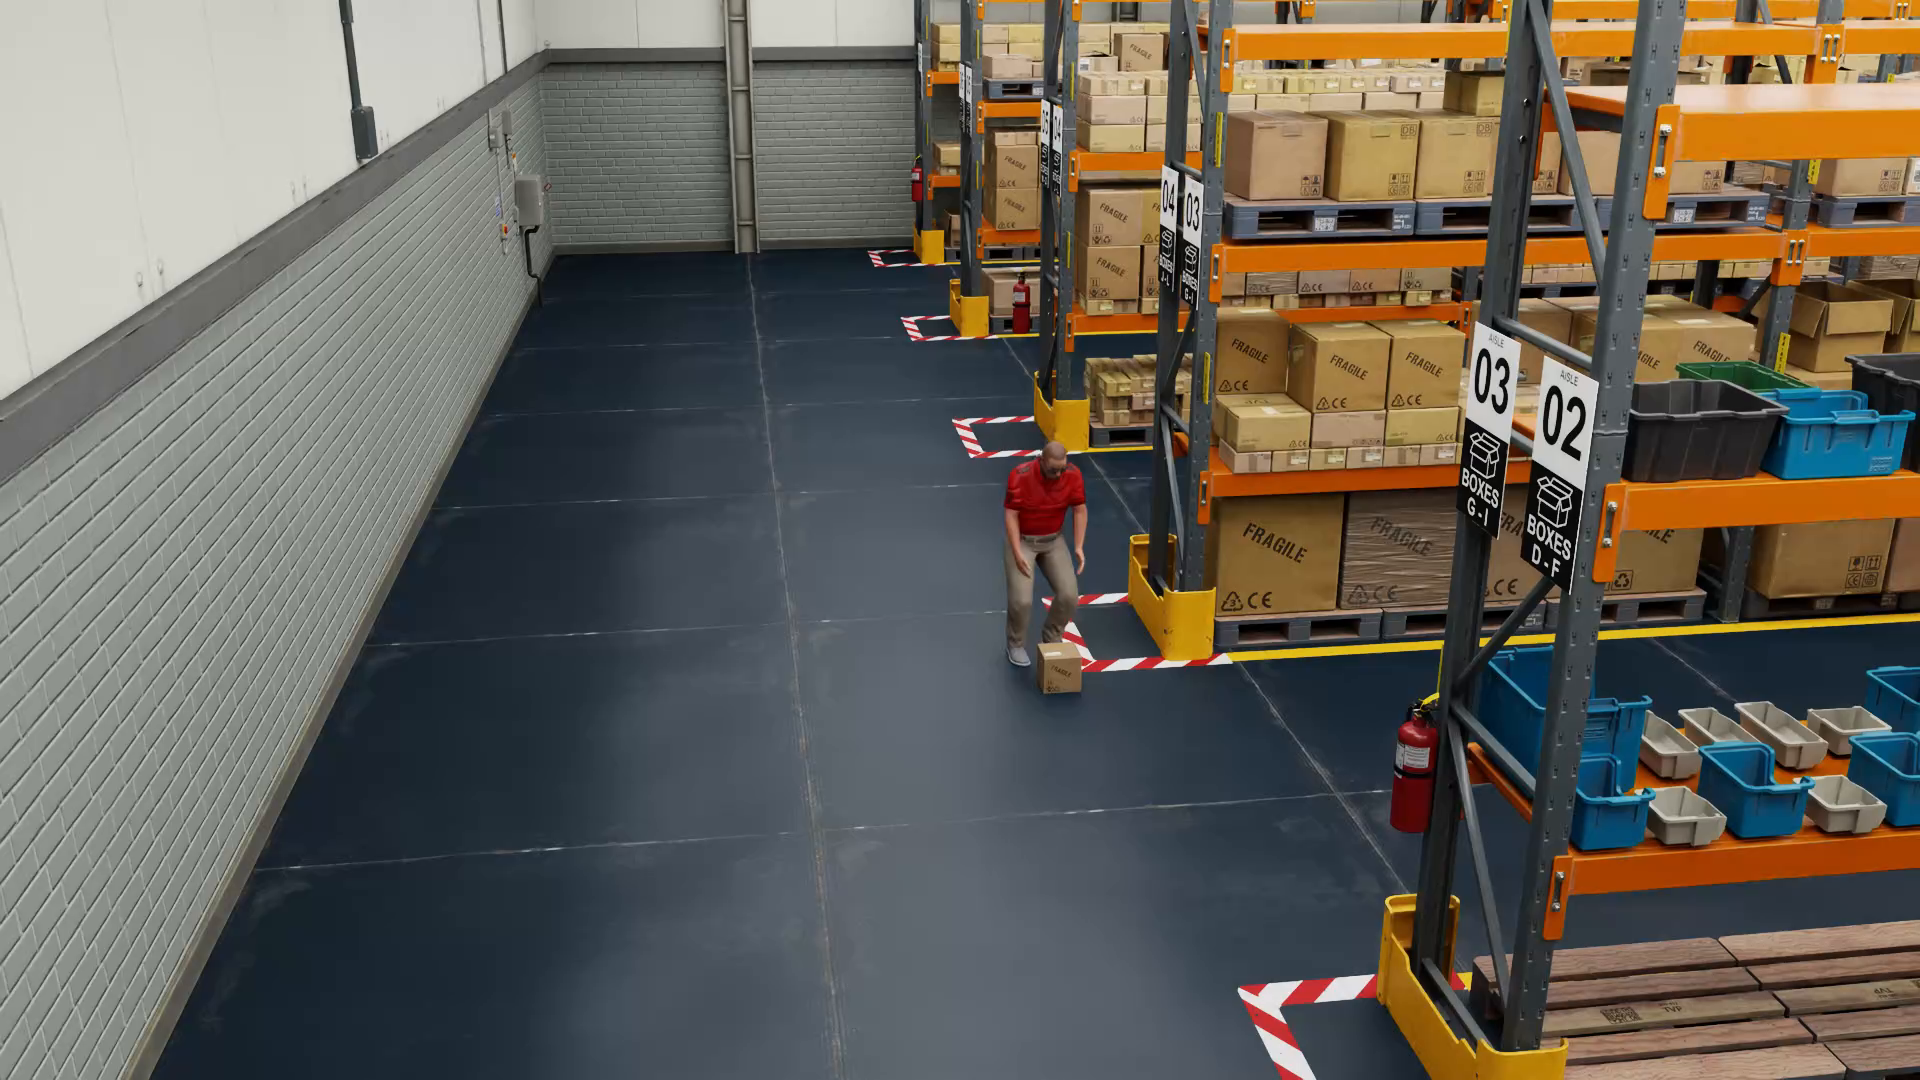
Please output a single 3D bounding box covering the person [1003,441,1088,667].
[{"bbox_3d":[0.562,0.053,11.178,0.578,1.588,0.550,-5,20,-13],"label":"person"}]
